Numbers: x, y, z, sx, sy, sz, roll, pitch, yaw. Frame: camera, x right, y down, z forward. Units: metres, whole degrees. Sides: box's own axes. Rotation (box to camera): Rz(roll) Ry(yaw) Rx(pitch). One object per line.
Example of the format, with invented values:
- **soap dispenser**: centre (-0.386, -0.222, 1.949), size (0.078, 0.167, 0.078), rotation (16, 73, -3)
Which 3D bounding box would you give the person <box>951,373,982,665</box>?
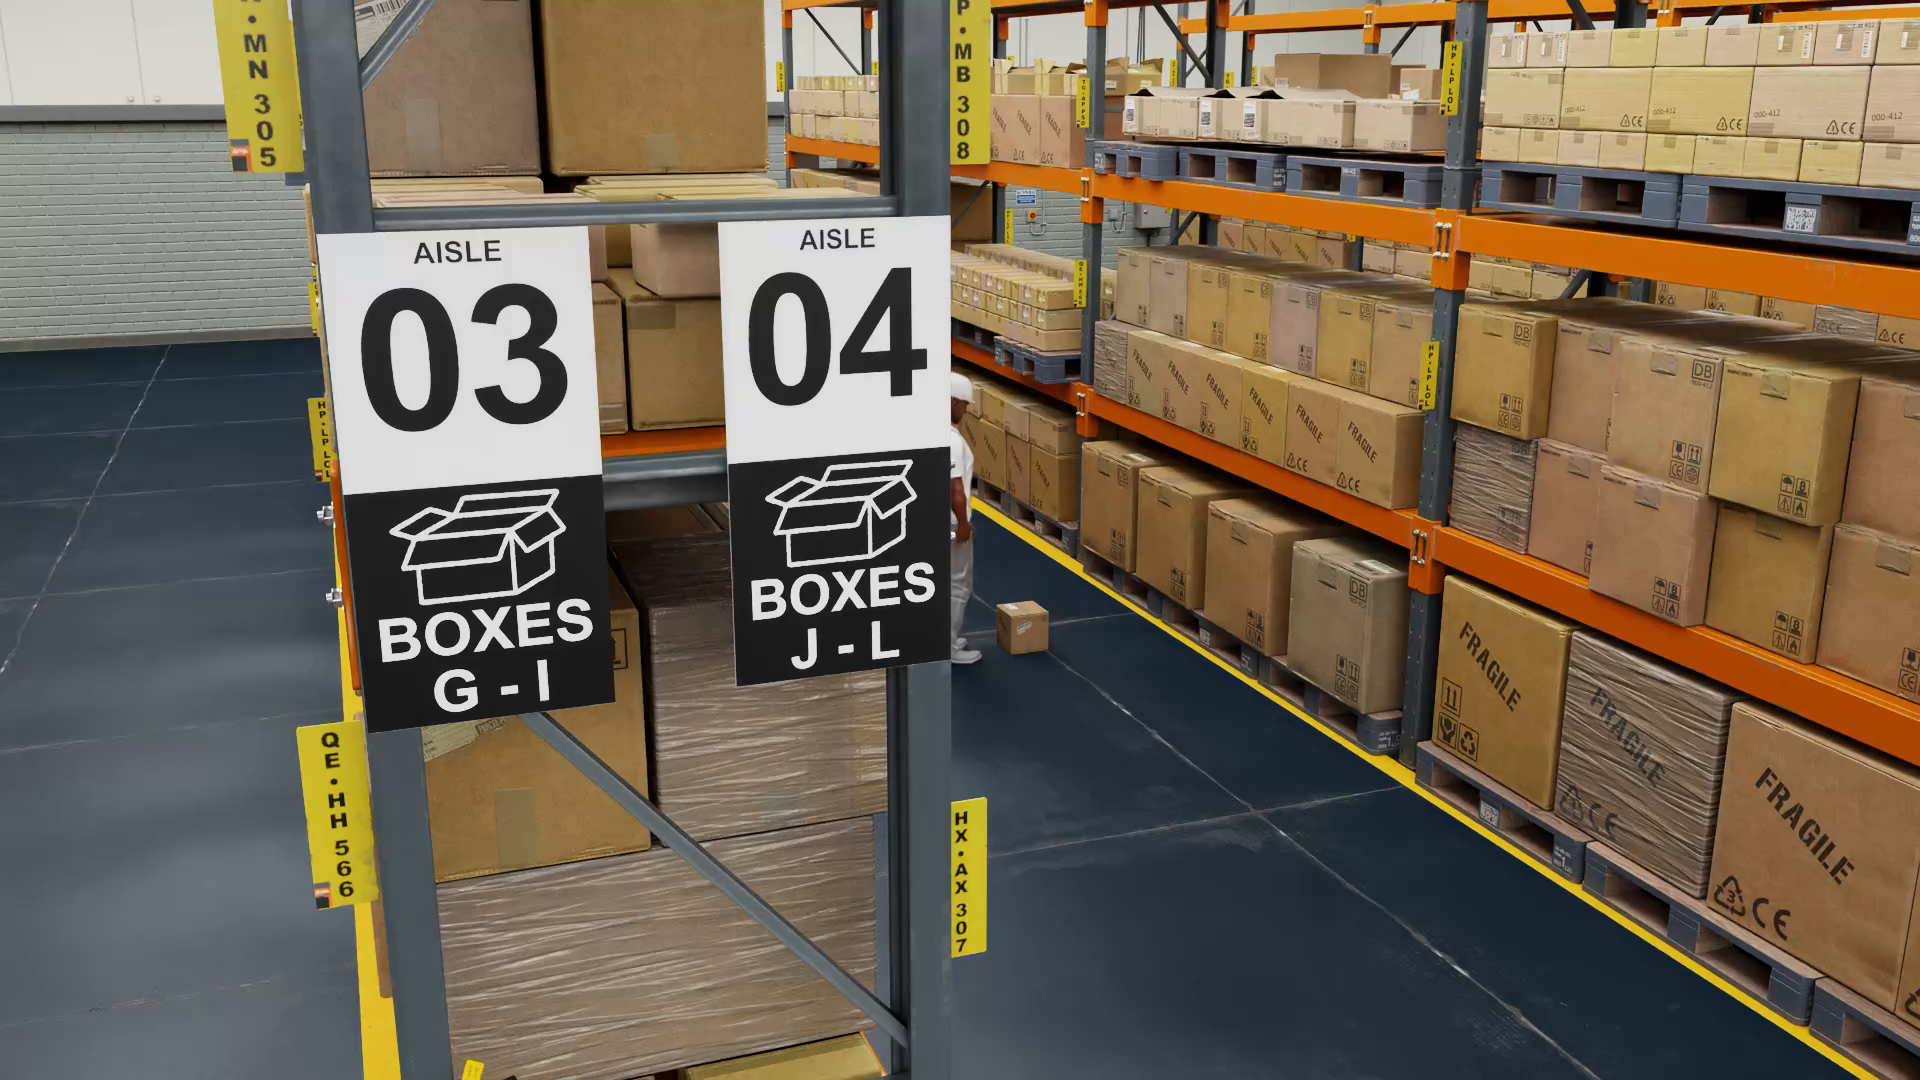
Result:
- **person**: centre (-0.078, -0.135, 10.000), size (0.390, 1.747, 0.575), rotation (-5, 16, -19)
